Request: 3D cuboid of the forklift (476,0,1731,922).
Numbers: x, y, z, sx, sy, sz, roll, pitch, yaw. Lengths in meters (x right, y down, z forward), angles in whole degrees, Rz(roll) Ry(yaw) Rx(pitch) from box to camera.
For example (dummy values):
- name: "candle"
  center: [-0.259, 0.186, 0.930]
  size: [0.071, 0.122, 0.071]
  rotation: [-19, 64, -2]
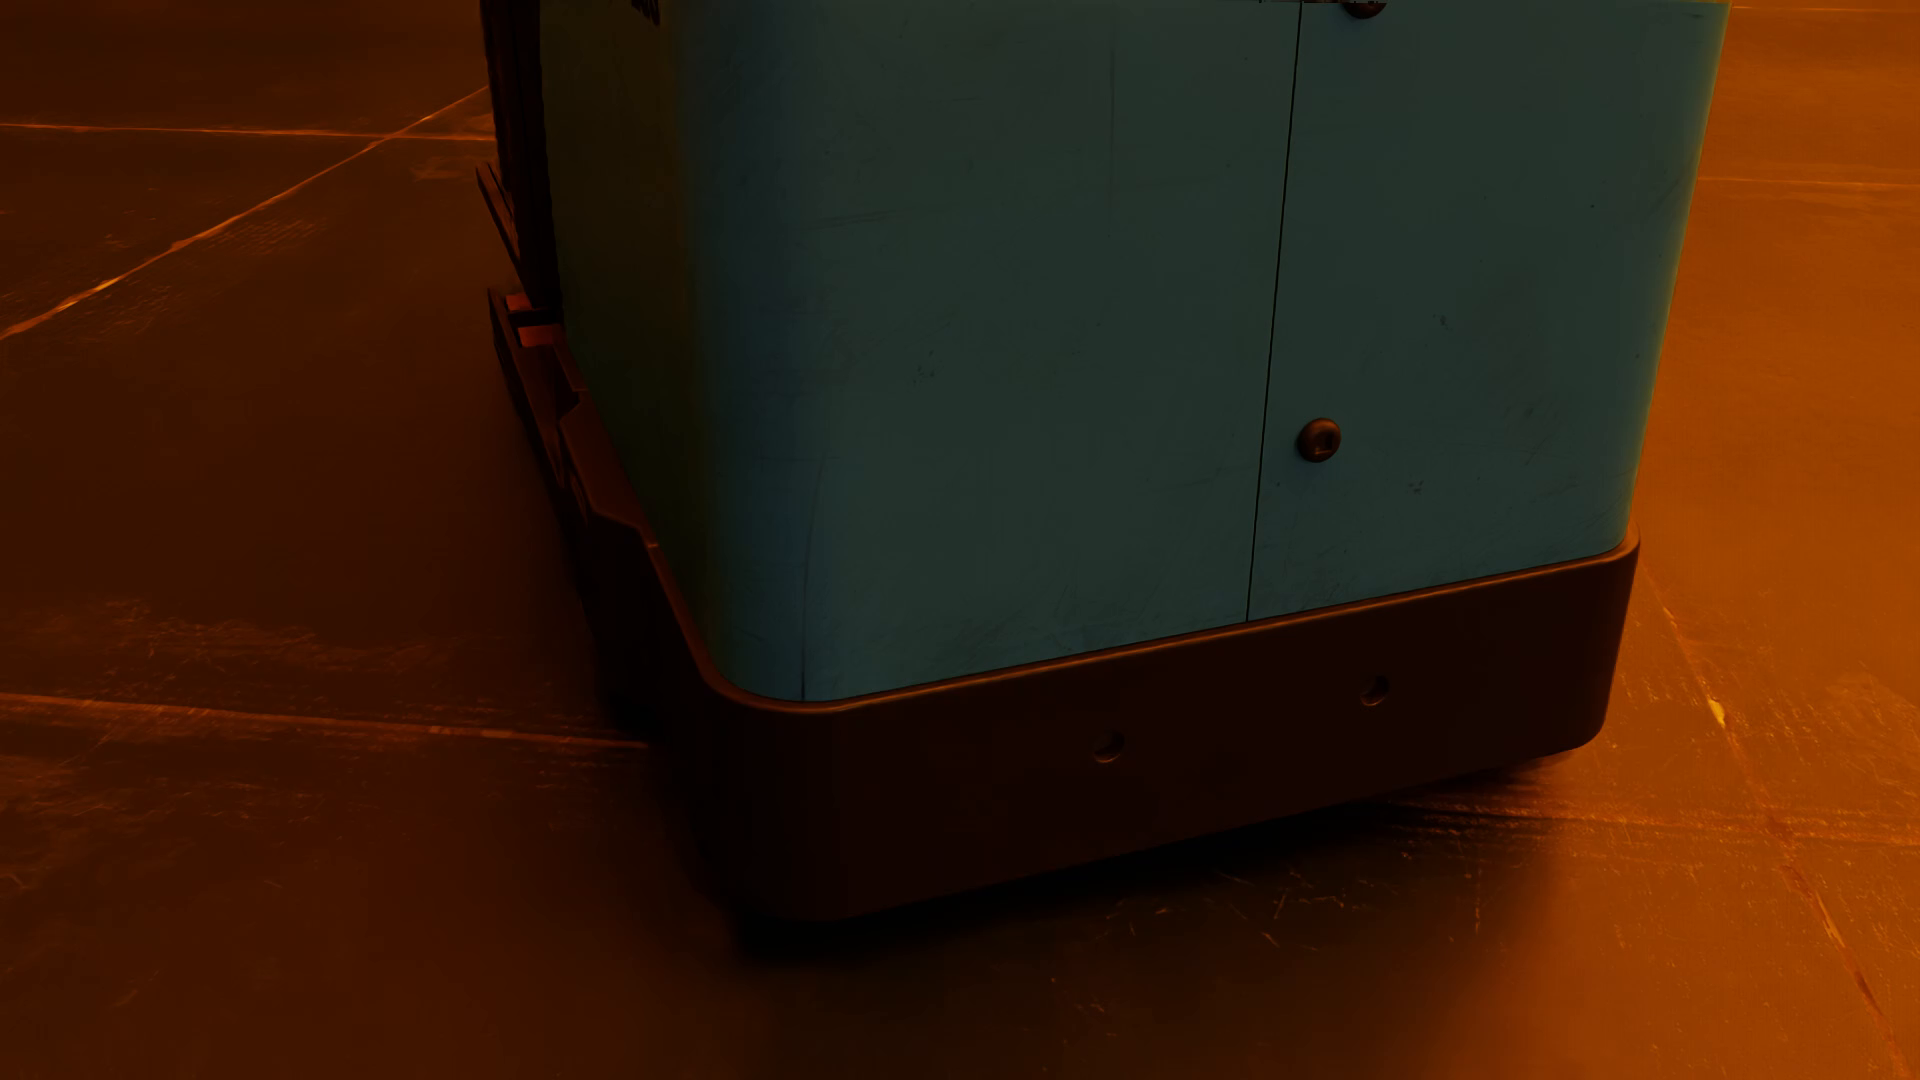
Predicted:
- name: "forklift"
  center: [-0.234, -1.580, 2.385]
  size: [1.130, 2.935, 3.031]
  rotation: [-9, 28, -18]
